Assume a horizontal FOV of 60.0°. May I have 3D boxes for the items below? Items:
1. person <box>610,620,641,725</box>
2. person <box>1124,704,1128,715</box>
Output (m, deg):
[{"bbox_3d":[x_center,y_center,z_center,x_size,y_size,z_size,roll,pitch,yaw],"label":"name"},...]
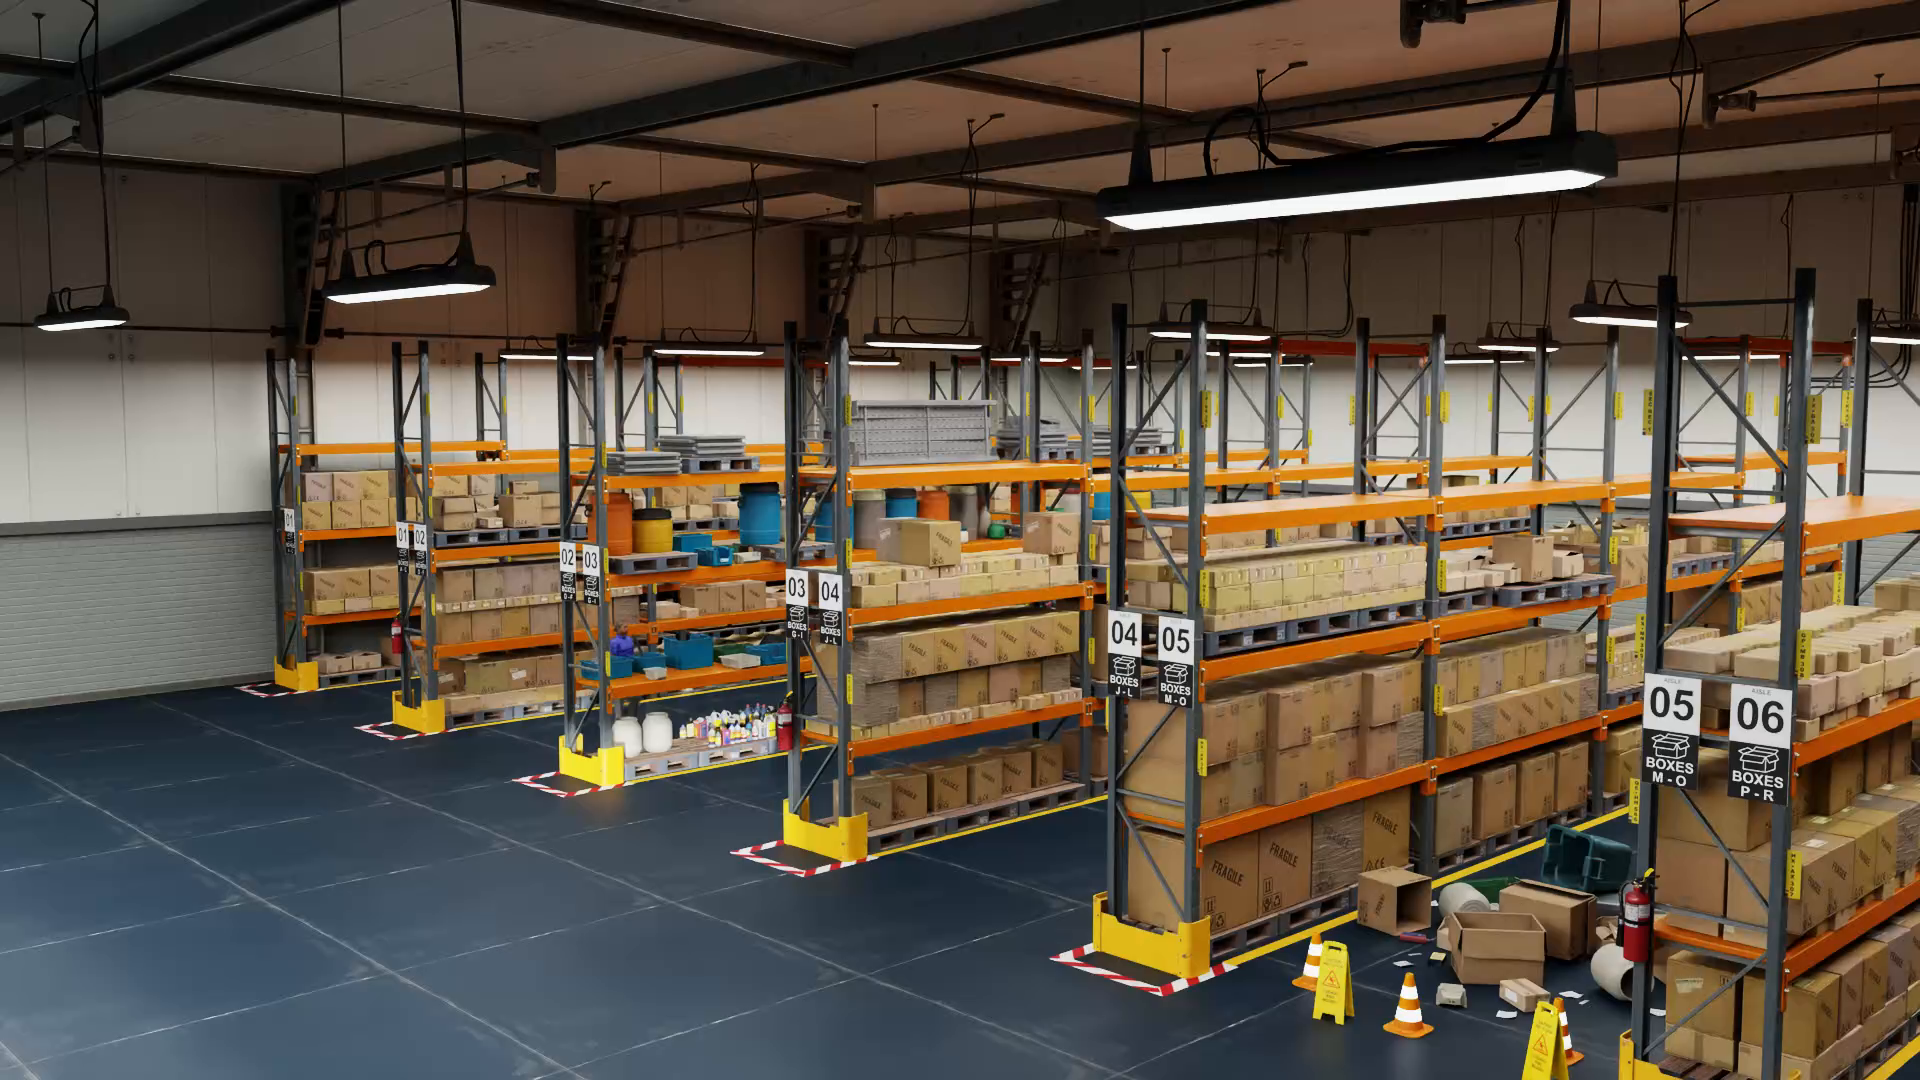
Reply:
[{"bbox_3d":[-5.274,2.109,26.108,0.465,1.712,0.370,-4,7,-41],"label":"person"},{"bbox_3d":[2.819,1.937,26.830,0.544,1.782,0.402,-4,6,-36],"label":"person"}]
